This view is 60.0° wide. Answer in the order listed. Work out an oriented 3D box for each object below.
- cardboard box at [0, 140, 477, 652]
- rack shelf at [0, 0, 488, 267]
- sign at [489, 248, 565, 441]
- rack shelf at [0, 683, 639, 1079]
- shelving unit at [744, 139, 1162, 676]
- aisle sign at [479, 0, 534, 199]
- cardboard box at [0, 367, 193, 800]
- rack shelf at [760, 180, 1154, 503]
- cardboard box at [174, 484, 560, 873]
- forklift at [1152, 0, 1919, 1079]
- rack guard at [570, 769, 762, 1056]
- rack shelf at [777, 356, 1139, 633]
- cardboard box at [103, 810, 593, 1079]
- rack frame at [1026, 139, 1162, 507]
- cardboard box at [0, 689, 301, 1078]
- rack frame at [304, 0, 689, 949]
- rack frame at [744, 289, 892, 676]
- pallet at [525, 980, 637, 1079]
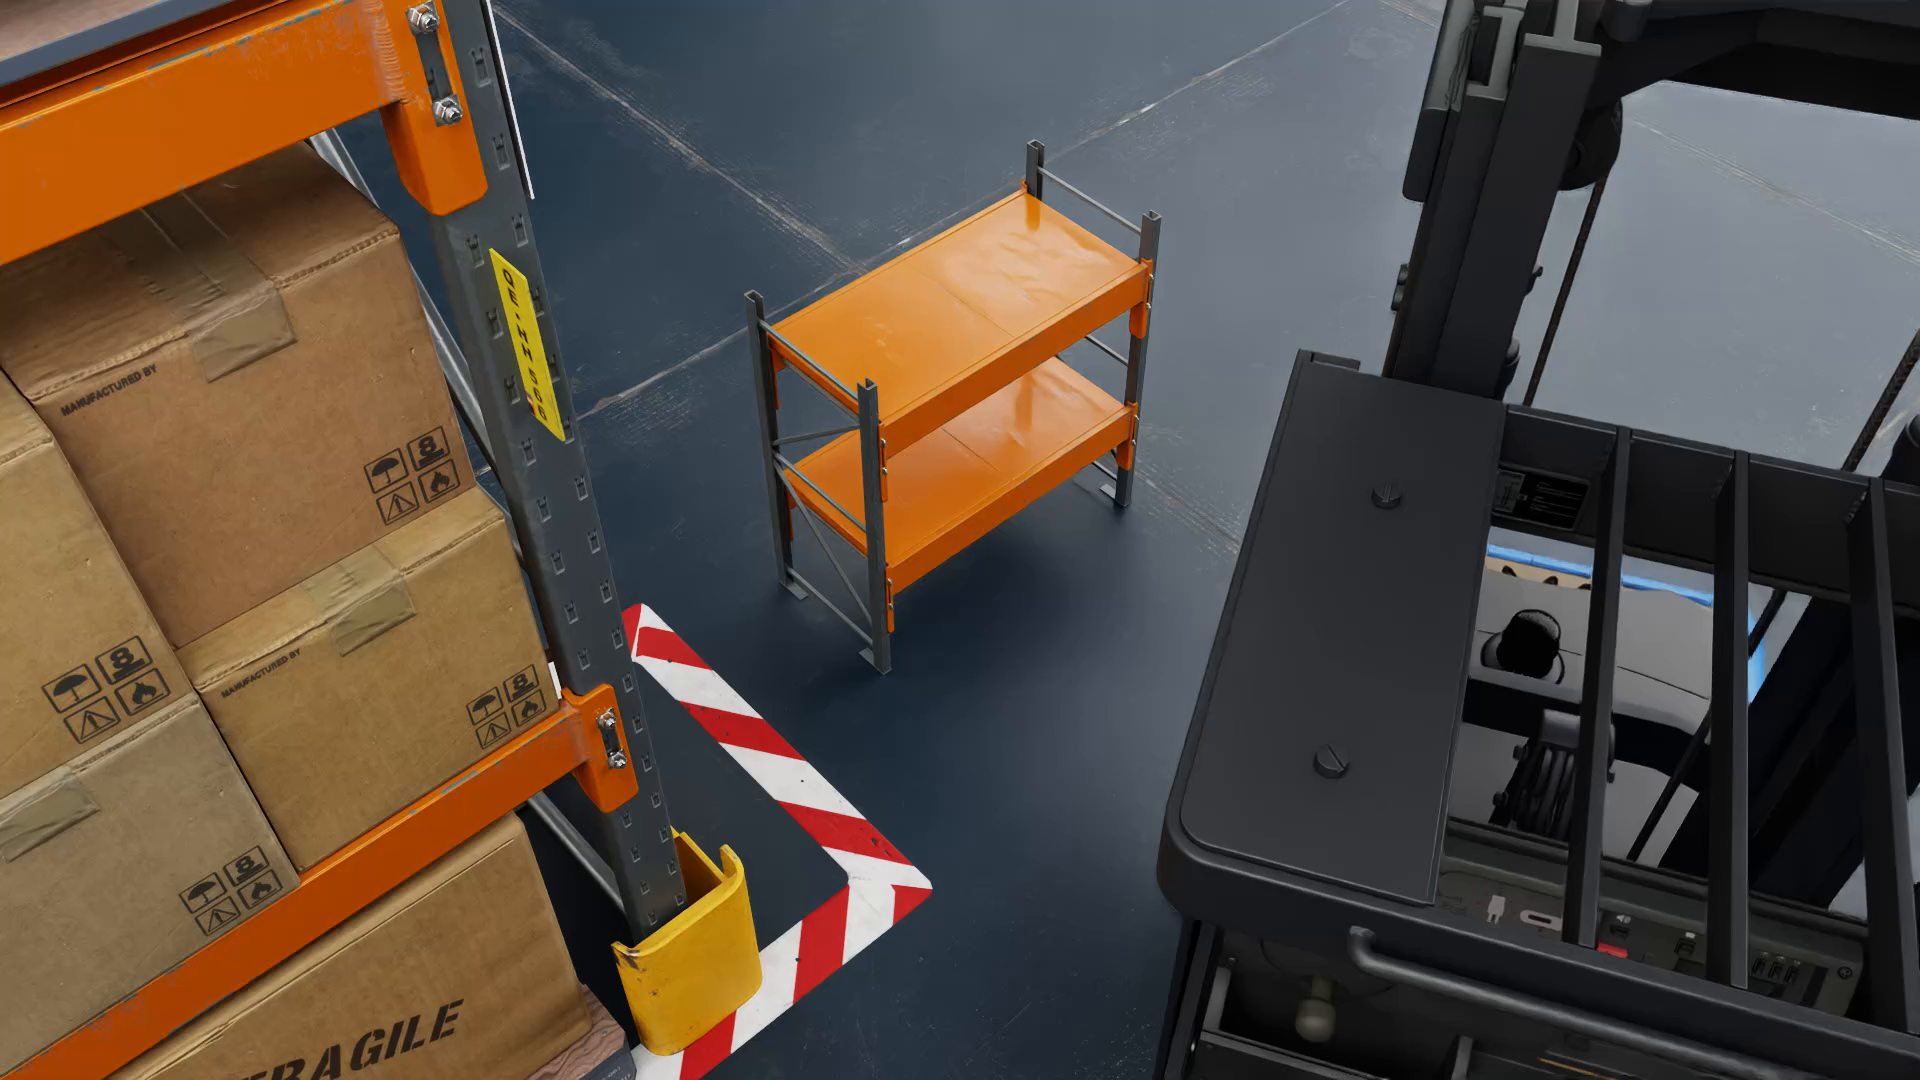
[{"bbox_3d":[-1.313,-0.376,2.719,0.550,0.550,0.875,-34,56,-27],"label":"cardboard box"},{"bbox_3d":[-2.492,0.095,1.570,4.000,0.370,1.077,-34,56,-27],"label":"rack shelf"},{"bbox_3d":[-0.658,-0.292,2.530,0.005,0.325,0.100,-34,56,-27],"label":"sign"},{"bbox_3d":[-2.492,1.112,2.673,4.000,0.370,1.077,-34,56,-27],"label":"rack shelf"},{"bbox_3d":[-0.005,-0.378,4.834,1.048,1.125,0.538,-34,56,-27],"label":"shelving unit"},{"bbox_3d":[-0.758,-0.875,2.247,0.004,0.787,0.394,-34,56,-27],"label":"aisle sign"},{"bbox_3d":[-1.658,-0.054,2.422,0.550,0.550,0.875,-34,56,-27],"label":"cardboard box"},{"bbox_3d":[-0.005,-0.577,4.618,1.000,0.278,0.538,-34,56,-27],"label":"rack shelf"},{"bbox_3d":[-1.257,0.036,3.074,0.550,0.550,0.875,-34,56,-27],"label":"cardboard box"},{"bbox_3d":[0.845,0.791,2.526,1.130,2.935,3.031,13,49,12],"label":"forklift"},{"bbox_3d":[-0.995,0.715,4.250,0.348,0.500,1.175,-34,56,-27],"label":"rack guard"},{"bbox_3d":[-0.005,-0.212,5.013,1.000,0.278,0.538,-34,56,-27],"label":"rack shelf"},{"bbox_3d":[-1.470,0.828,3.605,0.875,0.875,0.875,-33,56,-27],"label":"cardboard box"},{"bbox_3d":[0.371,-0.629,5.065,0.032,1.125,0.500,-34,56,-27],"label":"rack frame"},{"bbox_3d":[-1.649,0.320,2.812,0.550,0.550,0.875,-34,56,-27],"label":"cardboard box"},{"bbox_3d":[-1.013,-0.121,3.321,0.127,3.000,1.000,-34,56,-27],"label":"rack frame"},{"bbox_3d":[-0.381,-0.127,4.602,0.032,1.125,0.500,-34,56,-27],"label":"rack frame"},{"bbox_3d":[-1.552,1.262,3.942,1.213,0.211,1.003,-34,56,-27],"label":"pallet"}]
